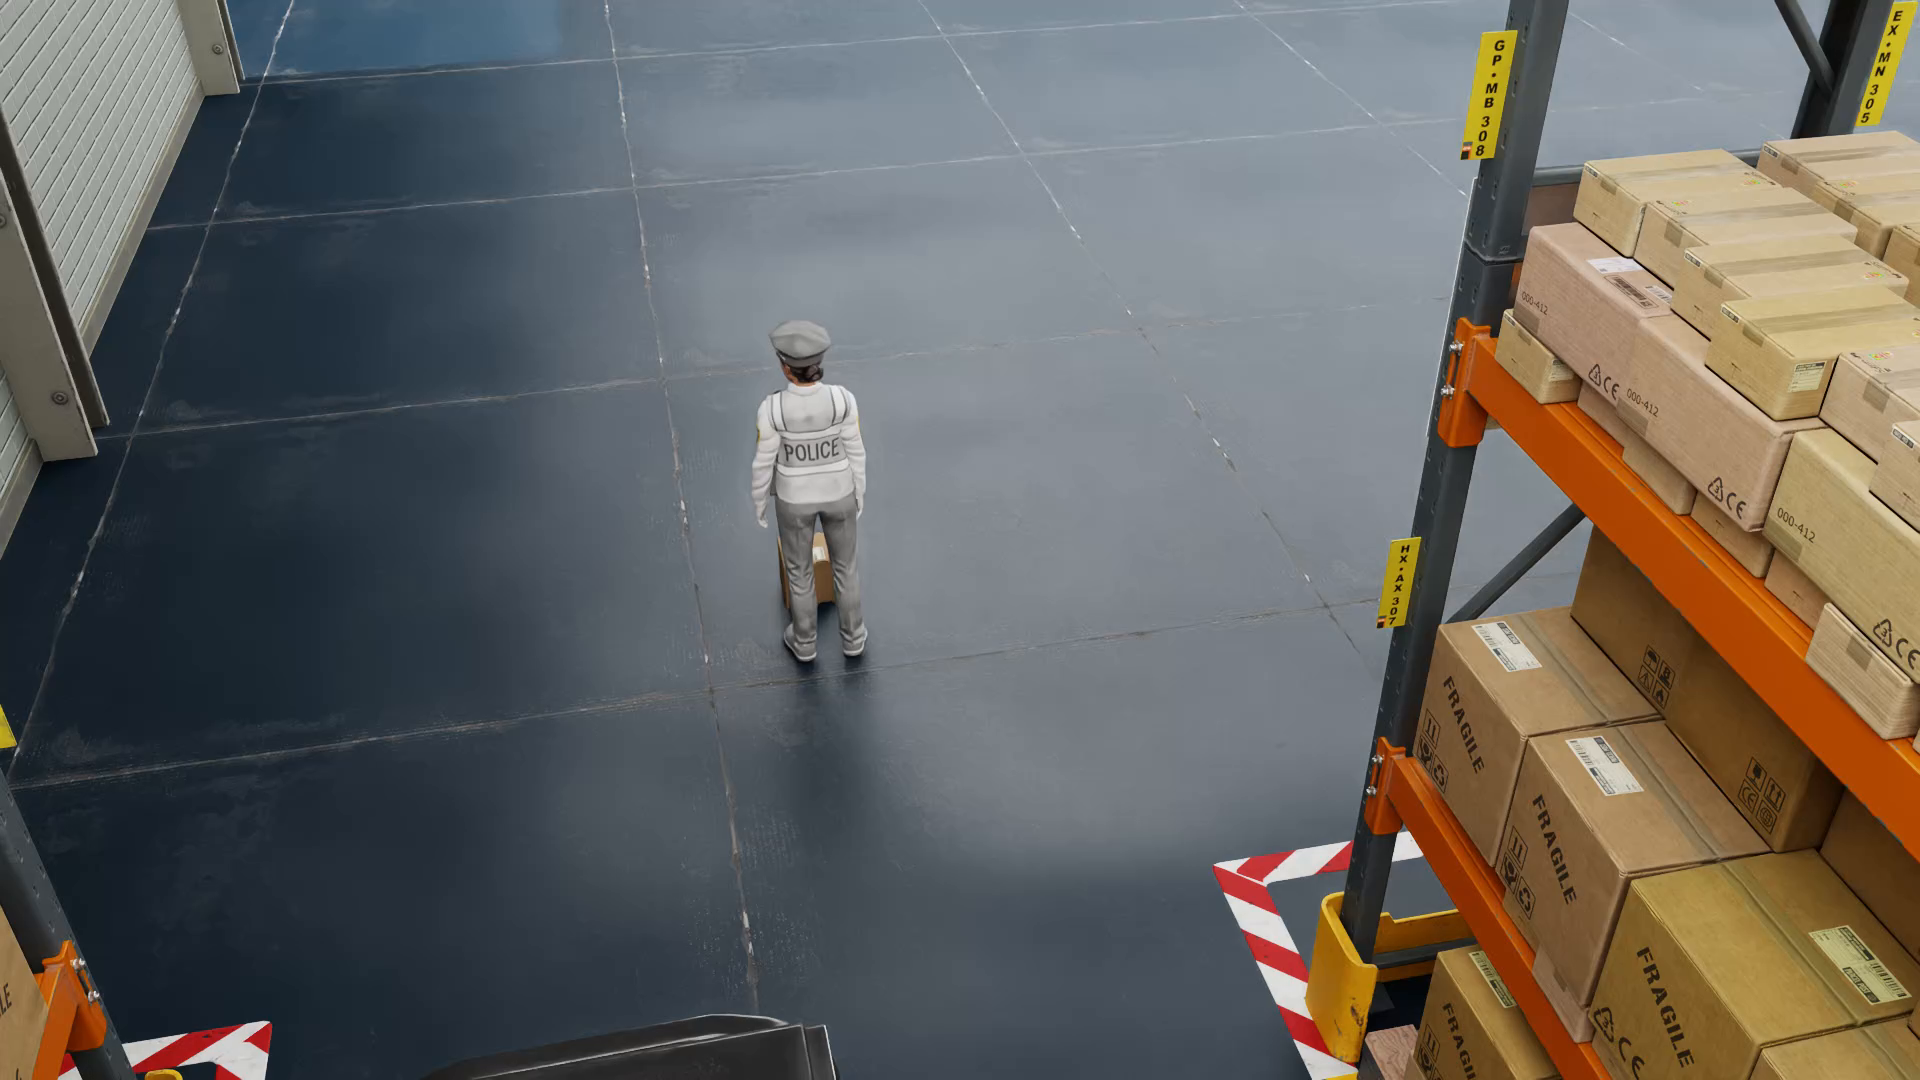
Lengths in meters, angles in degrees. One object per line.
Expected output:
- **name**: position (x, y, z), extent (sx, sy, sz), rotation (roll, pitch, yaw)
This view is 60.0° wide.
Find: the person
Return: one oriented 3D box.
- **person**: position (-0.669, -0.181, 7.388), extent (0.508, 1.682, 0.324), rotation (-6, 35, -9)
